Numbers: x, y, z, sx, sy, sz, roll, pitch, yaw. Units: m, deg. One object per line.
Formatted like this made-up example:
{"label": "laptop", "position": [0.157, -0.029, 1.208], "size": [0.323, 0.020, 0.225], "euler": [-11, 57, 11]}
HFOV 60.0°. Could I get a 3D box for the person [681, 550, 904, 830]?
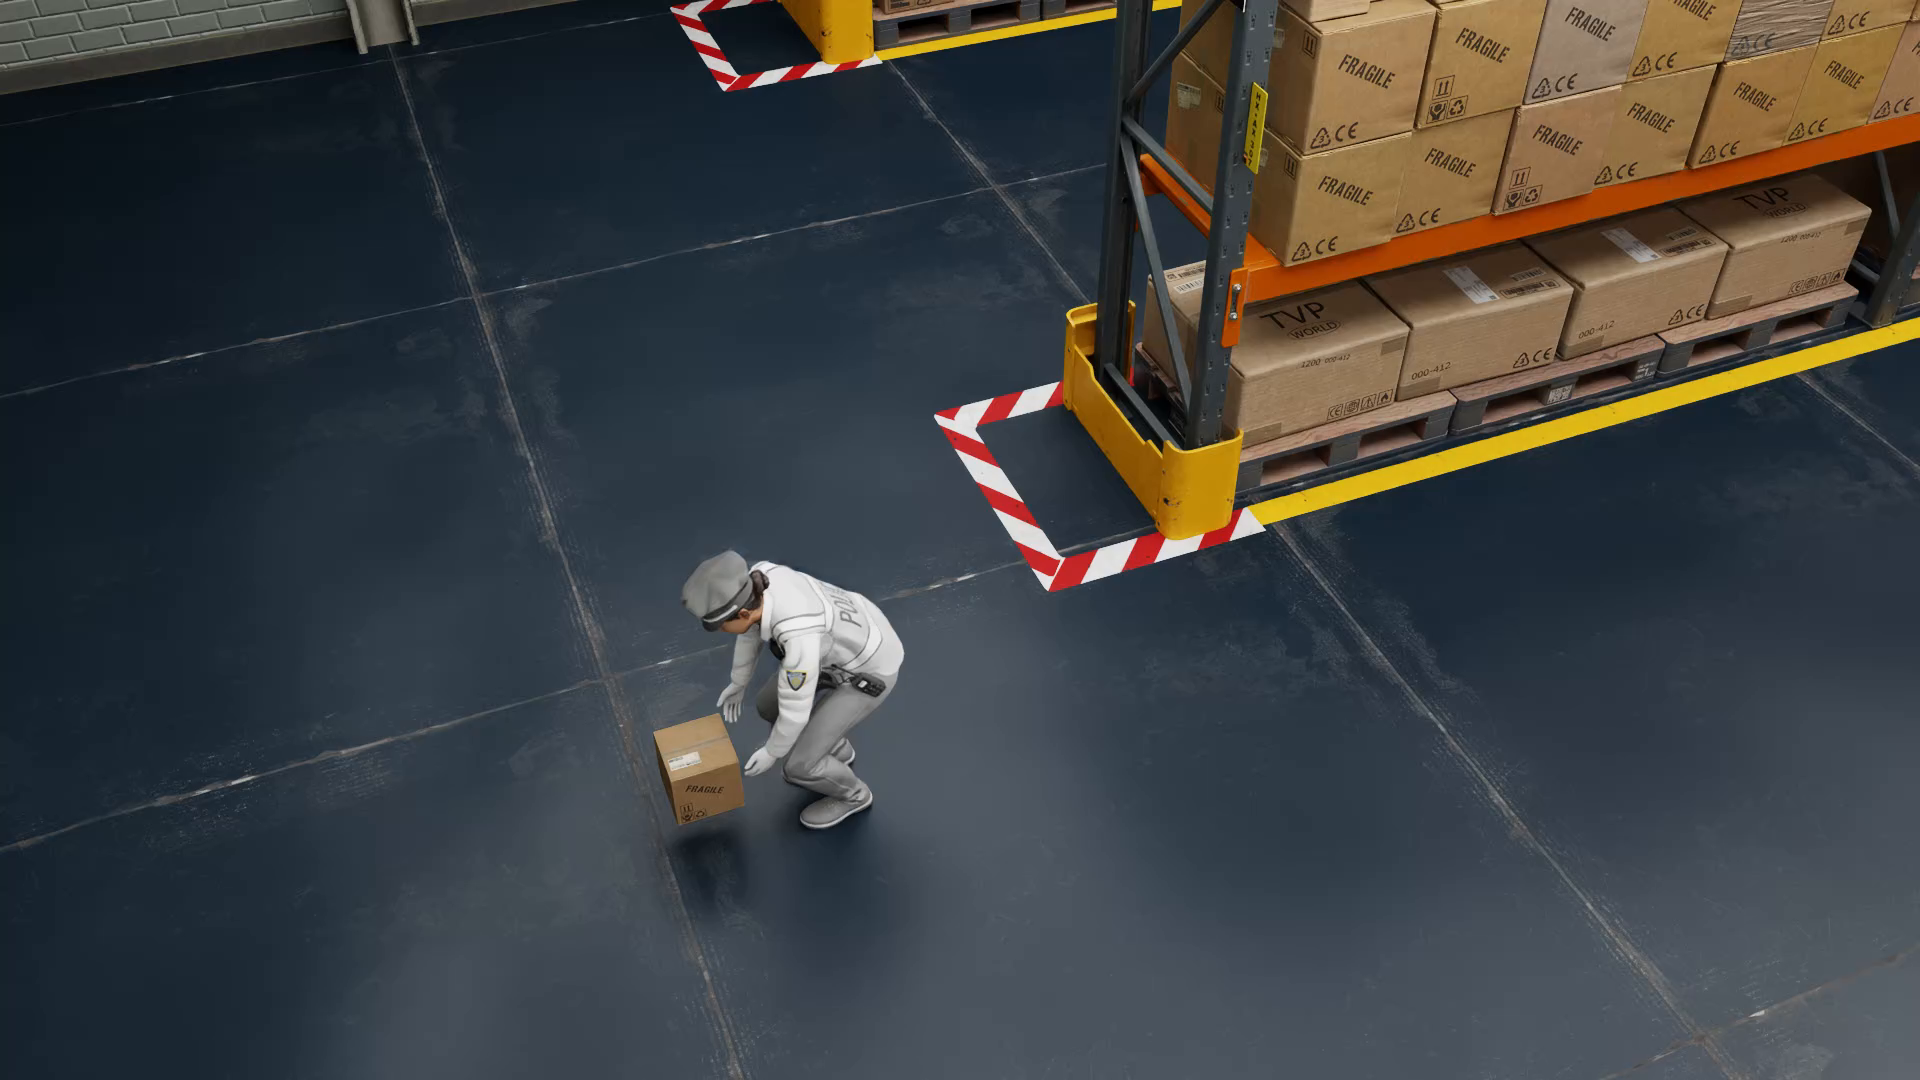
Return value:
{"label": "person", "position": [-0.563, 0.507, 5.878], "size": [0.749, 1.294, 0.519], "euler": [-15, 44, -16]}
